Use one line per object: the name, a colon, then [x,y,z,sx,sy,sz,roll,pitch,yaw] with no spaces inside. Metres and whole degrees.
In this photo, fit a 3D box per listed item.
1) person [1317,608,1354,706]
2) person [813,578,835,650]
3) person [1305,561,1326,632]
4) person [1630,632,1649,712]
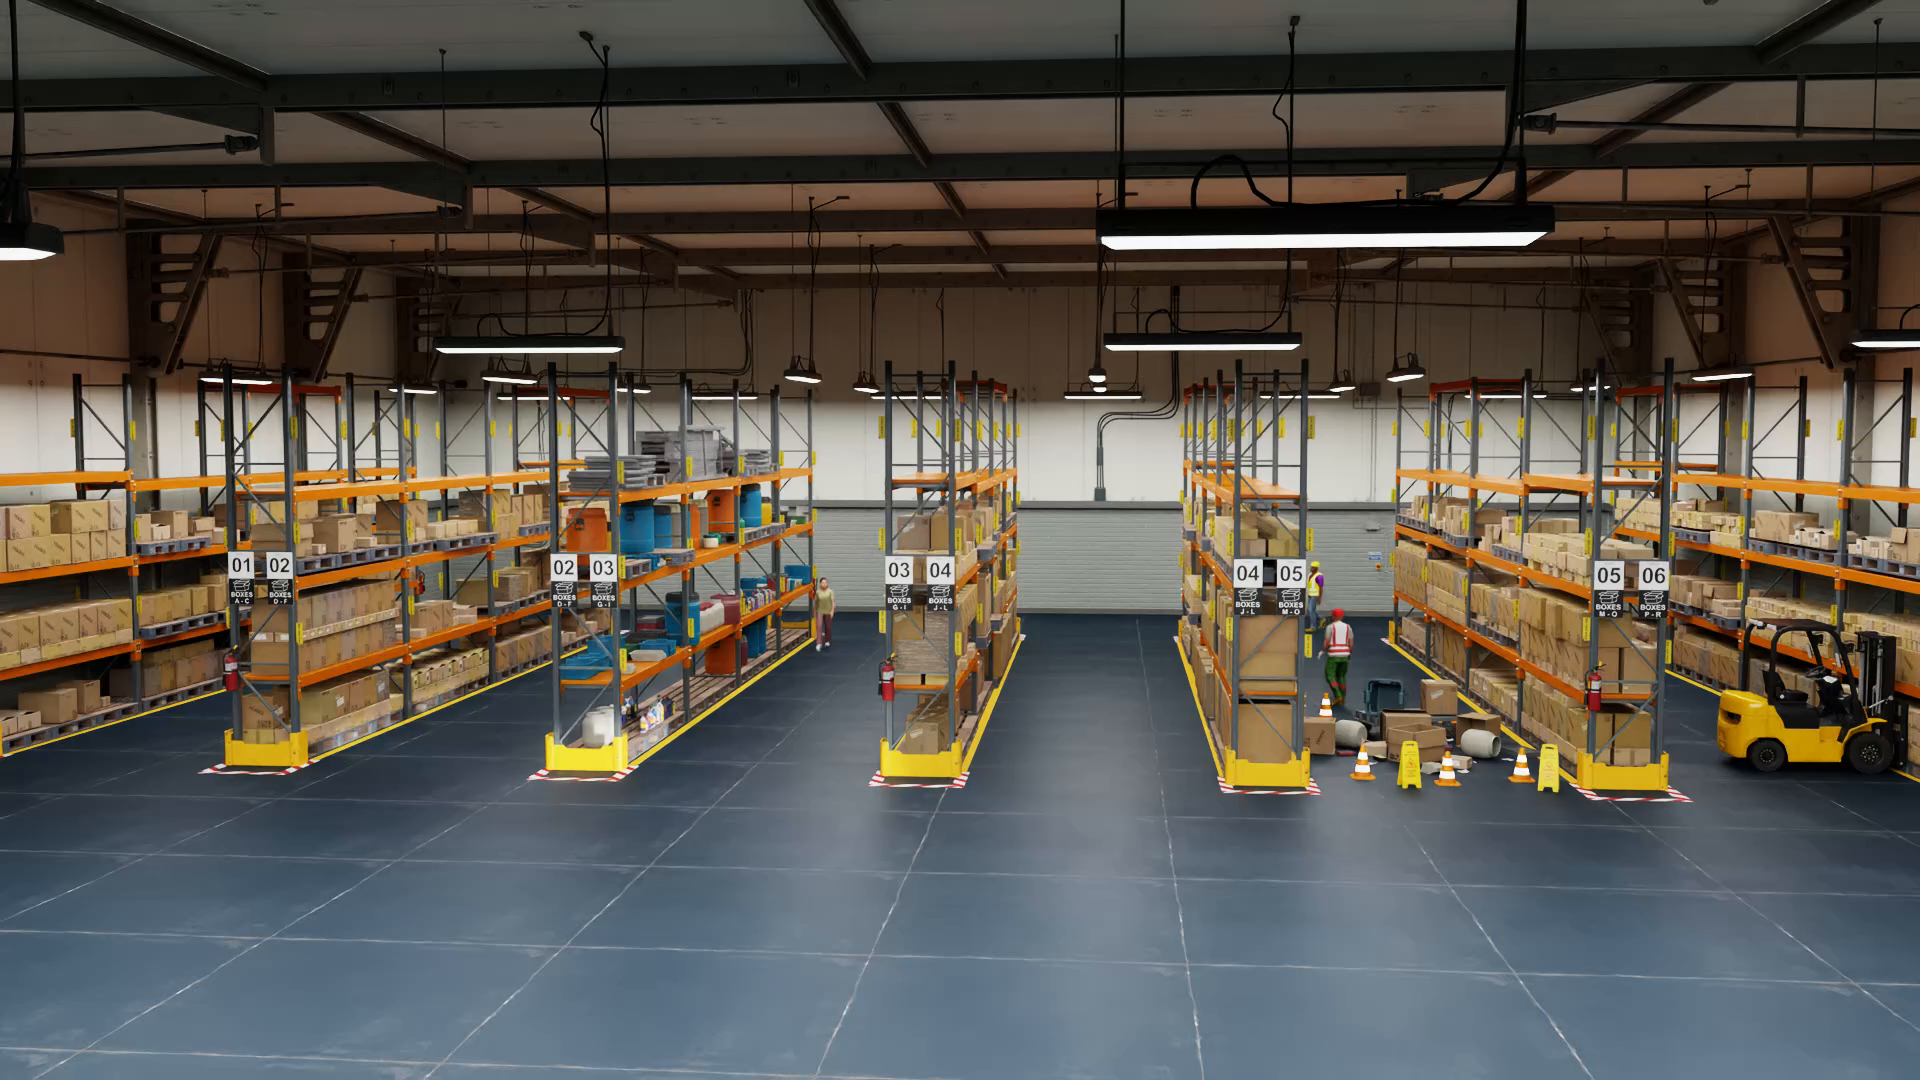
person: [6.922,2.136,30.345,0.635,1.763,0.660,-1,4,-19]
person: [-3.109,1.668,38.031,0.494,1.600,1.044,0,4,-4]
person: [8.834,1.396,41.290,0.617,1.755,0.558,-1,4,-11]
person: [11.486,2.357,28.036,0.479,1.602,0.528,-1,4,-17]
